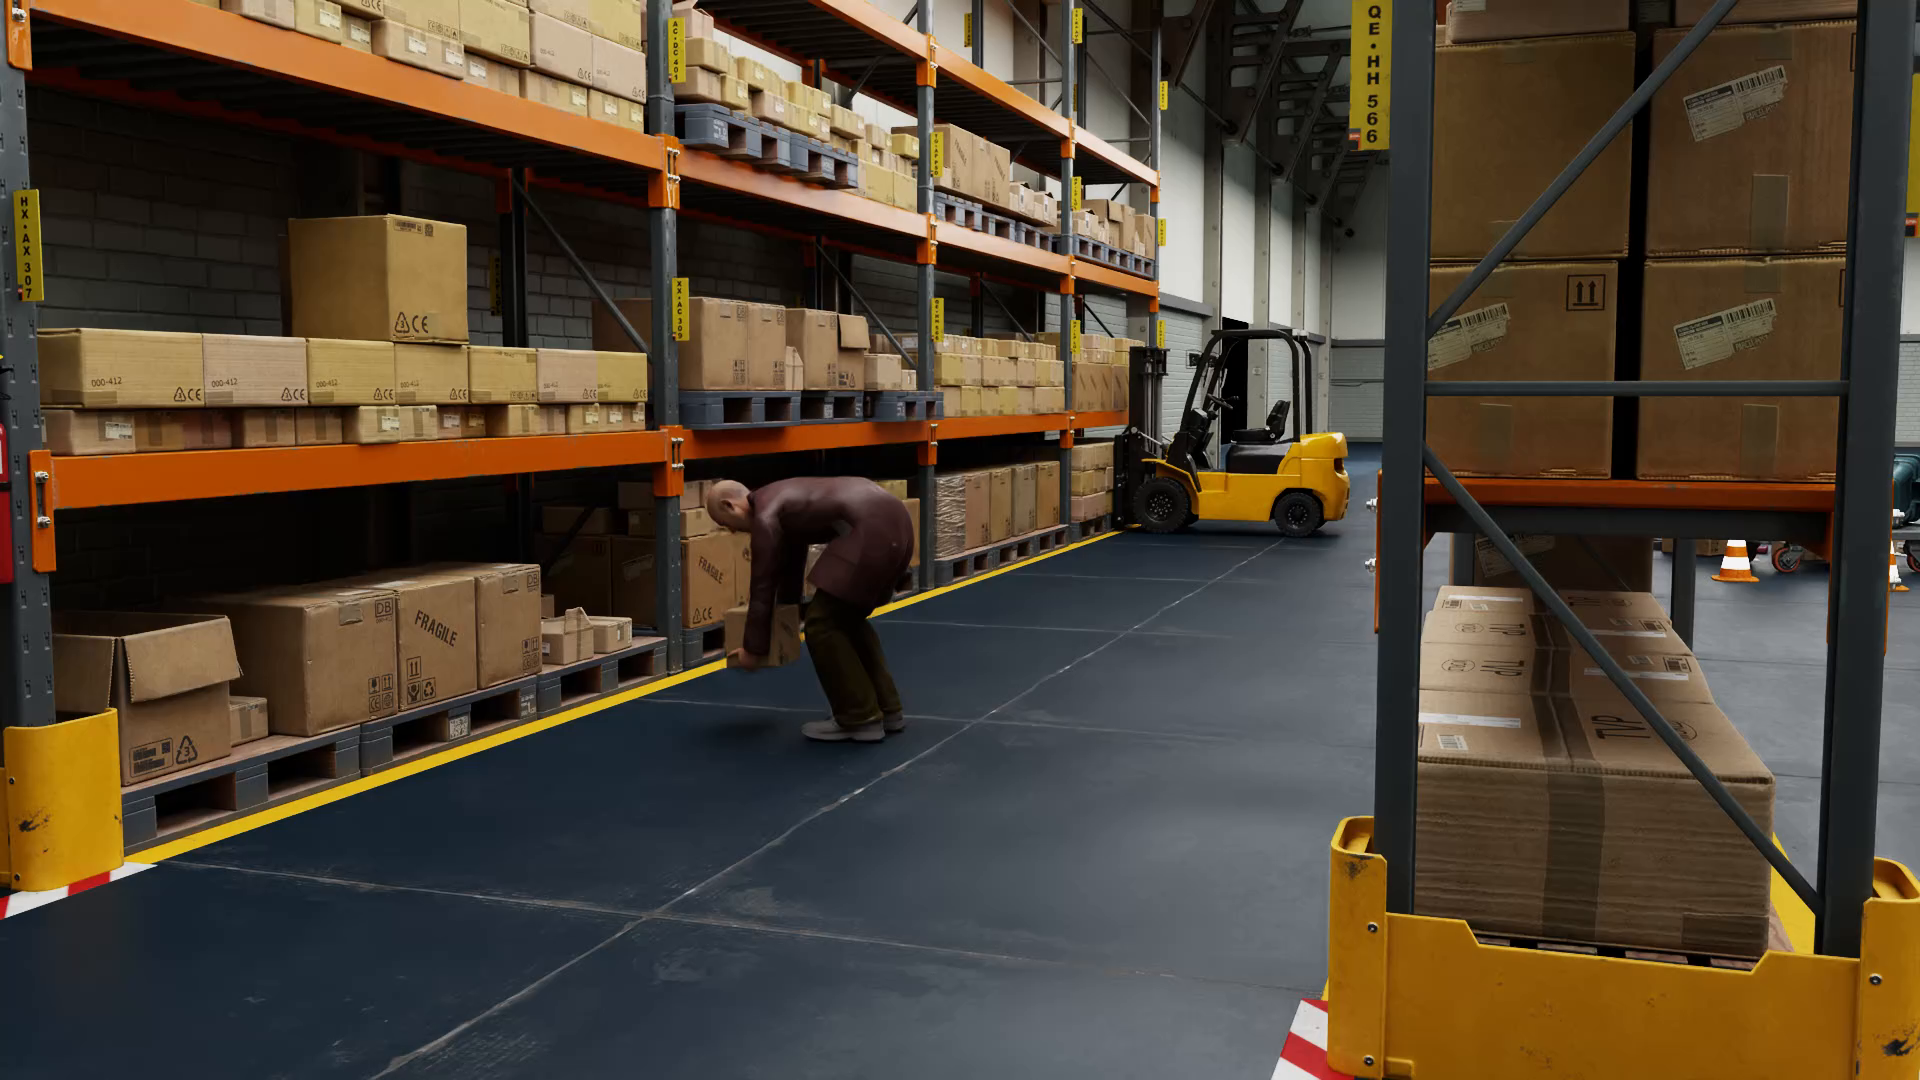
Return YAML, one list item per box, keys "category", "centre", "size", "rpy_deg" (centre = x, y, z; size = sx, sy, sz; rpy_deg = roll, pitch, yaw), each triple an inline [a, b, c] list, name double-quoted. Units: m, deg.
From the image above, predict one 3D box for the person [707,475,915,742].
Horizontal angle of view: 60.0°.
- category: "person"
  centre: [-0.669, 0.284, 7.339]
  size: [0.948, 1.140, 0.568]
  rpy_deg: [2, 5, 17]
